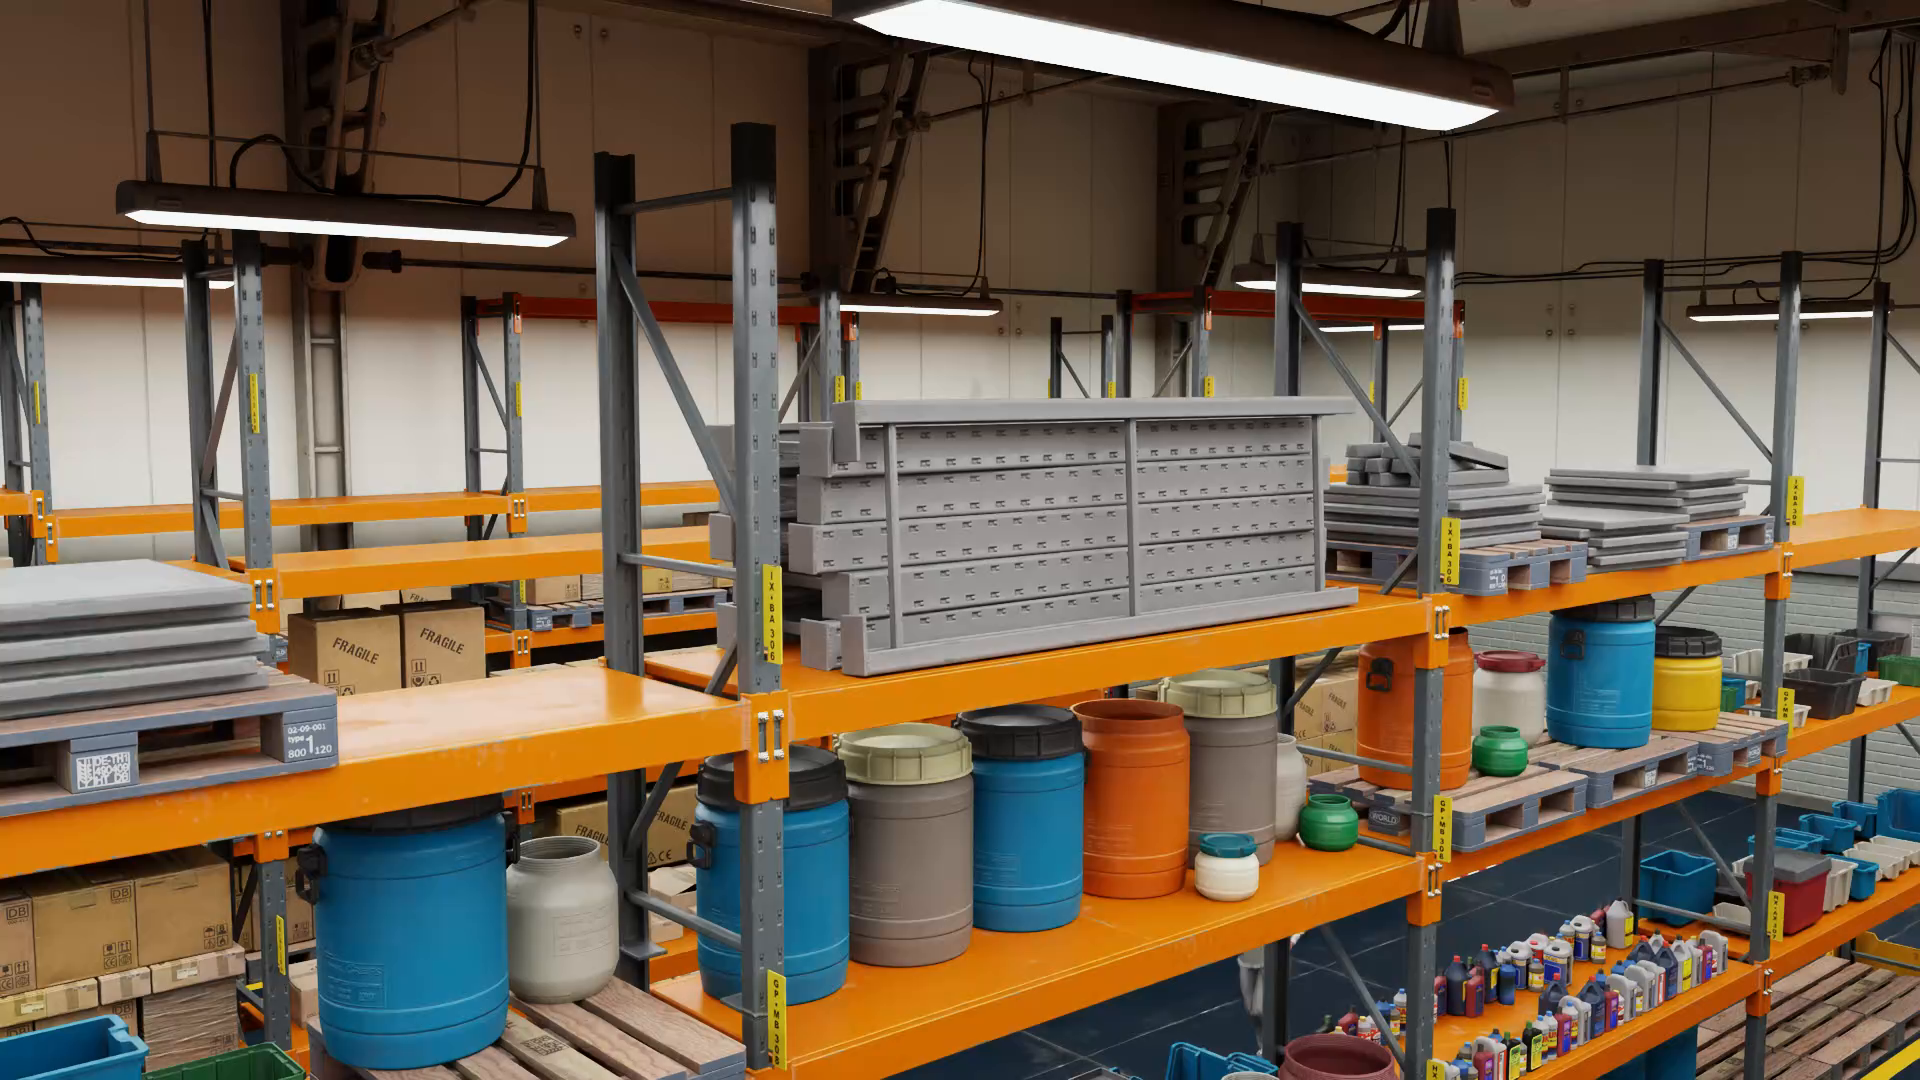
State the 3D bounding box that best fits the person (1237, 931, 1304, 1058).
[{"bbox_3d":[2.238,3.198,12.462,0.512,1.561,0.593,4,7,39],"label":"person"}]
